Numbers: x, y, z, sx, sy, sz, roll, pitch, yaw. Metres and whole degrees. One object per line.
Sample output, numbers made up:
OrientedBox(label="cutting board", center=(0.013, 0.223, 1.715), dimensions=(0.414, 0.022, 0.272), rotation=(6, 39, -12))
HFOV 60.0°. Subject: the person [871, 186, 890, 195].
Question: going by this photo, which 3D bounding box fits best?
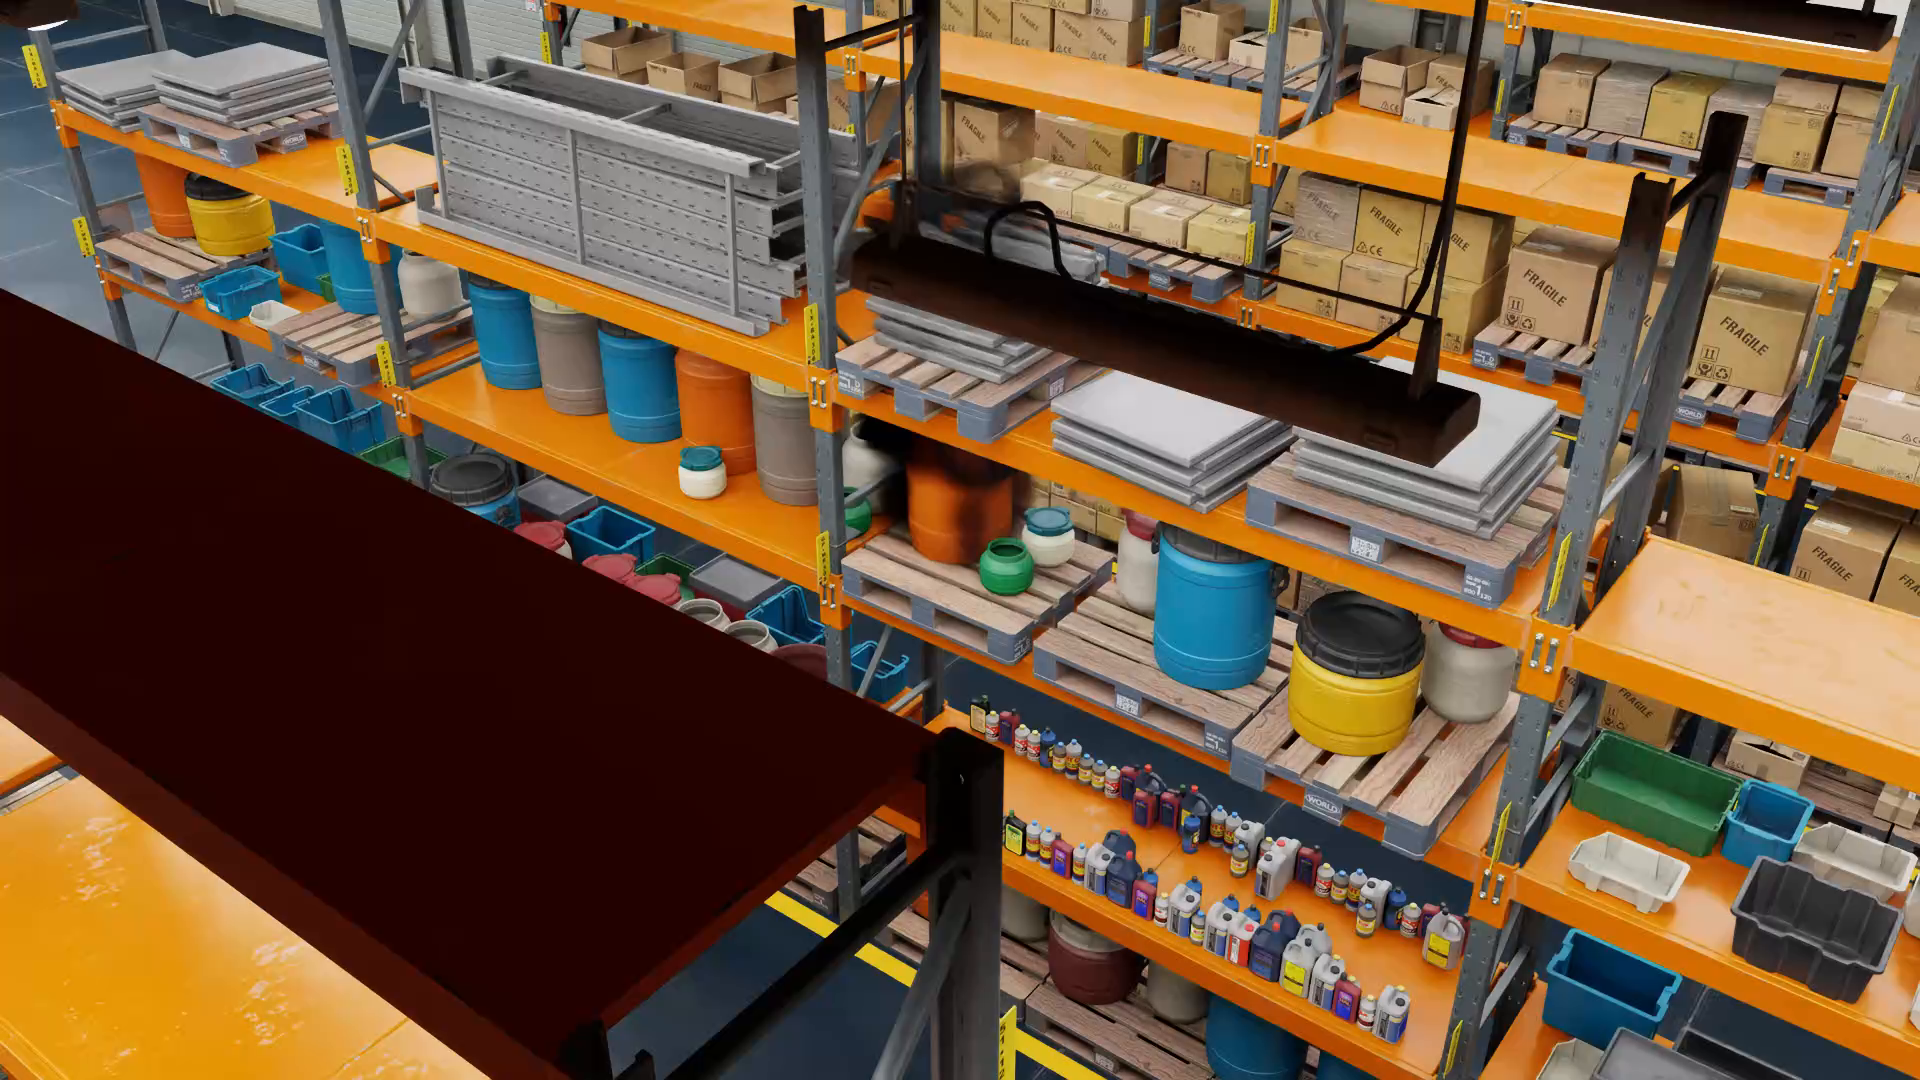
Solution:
OrientedBox(label="person", center=(-0.816, -3.146, 18.731), dimensions=(0.755, 1.827, 0.763), rotation=(6, 32, 10))
